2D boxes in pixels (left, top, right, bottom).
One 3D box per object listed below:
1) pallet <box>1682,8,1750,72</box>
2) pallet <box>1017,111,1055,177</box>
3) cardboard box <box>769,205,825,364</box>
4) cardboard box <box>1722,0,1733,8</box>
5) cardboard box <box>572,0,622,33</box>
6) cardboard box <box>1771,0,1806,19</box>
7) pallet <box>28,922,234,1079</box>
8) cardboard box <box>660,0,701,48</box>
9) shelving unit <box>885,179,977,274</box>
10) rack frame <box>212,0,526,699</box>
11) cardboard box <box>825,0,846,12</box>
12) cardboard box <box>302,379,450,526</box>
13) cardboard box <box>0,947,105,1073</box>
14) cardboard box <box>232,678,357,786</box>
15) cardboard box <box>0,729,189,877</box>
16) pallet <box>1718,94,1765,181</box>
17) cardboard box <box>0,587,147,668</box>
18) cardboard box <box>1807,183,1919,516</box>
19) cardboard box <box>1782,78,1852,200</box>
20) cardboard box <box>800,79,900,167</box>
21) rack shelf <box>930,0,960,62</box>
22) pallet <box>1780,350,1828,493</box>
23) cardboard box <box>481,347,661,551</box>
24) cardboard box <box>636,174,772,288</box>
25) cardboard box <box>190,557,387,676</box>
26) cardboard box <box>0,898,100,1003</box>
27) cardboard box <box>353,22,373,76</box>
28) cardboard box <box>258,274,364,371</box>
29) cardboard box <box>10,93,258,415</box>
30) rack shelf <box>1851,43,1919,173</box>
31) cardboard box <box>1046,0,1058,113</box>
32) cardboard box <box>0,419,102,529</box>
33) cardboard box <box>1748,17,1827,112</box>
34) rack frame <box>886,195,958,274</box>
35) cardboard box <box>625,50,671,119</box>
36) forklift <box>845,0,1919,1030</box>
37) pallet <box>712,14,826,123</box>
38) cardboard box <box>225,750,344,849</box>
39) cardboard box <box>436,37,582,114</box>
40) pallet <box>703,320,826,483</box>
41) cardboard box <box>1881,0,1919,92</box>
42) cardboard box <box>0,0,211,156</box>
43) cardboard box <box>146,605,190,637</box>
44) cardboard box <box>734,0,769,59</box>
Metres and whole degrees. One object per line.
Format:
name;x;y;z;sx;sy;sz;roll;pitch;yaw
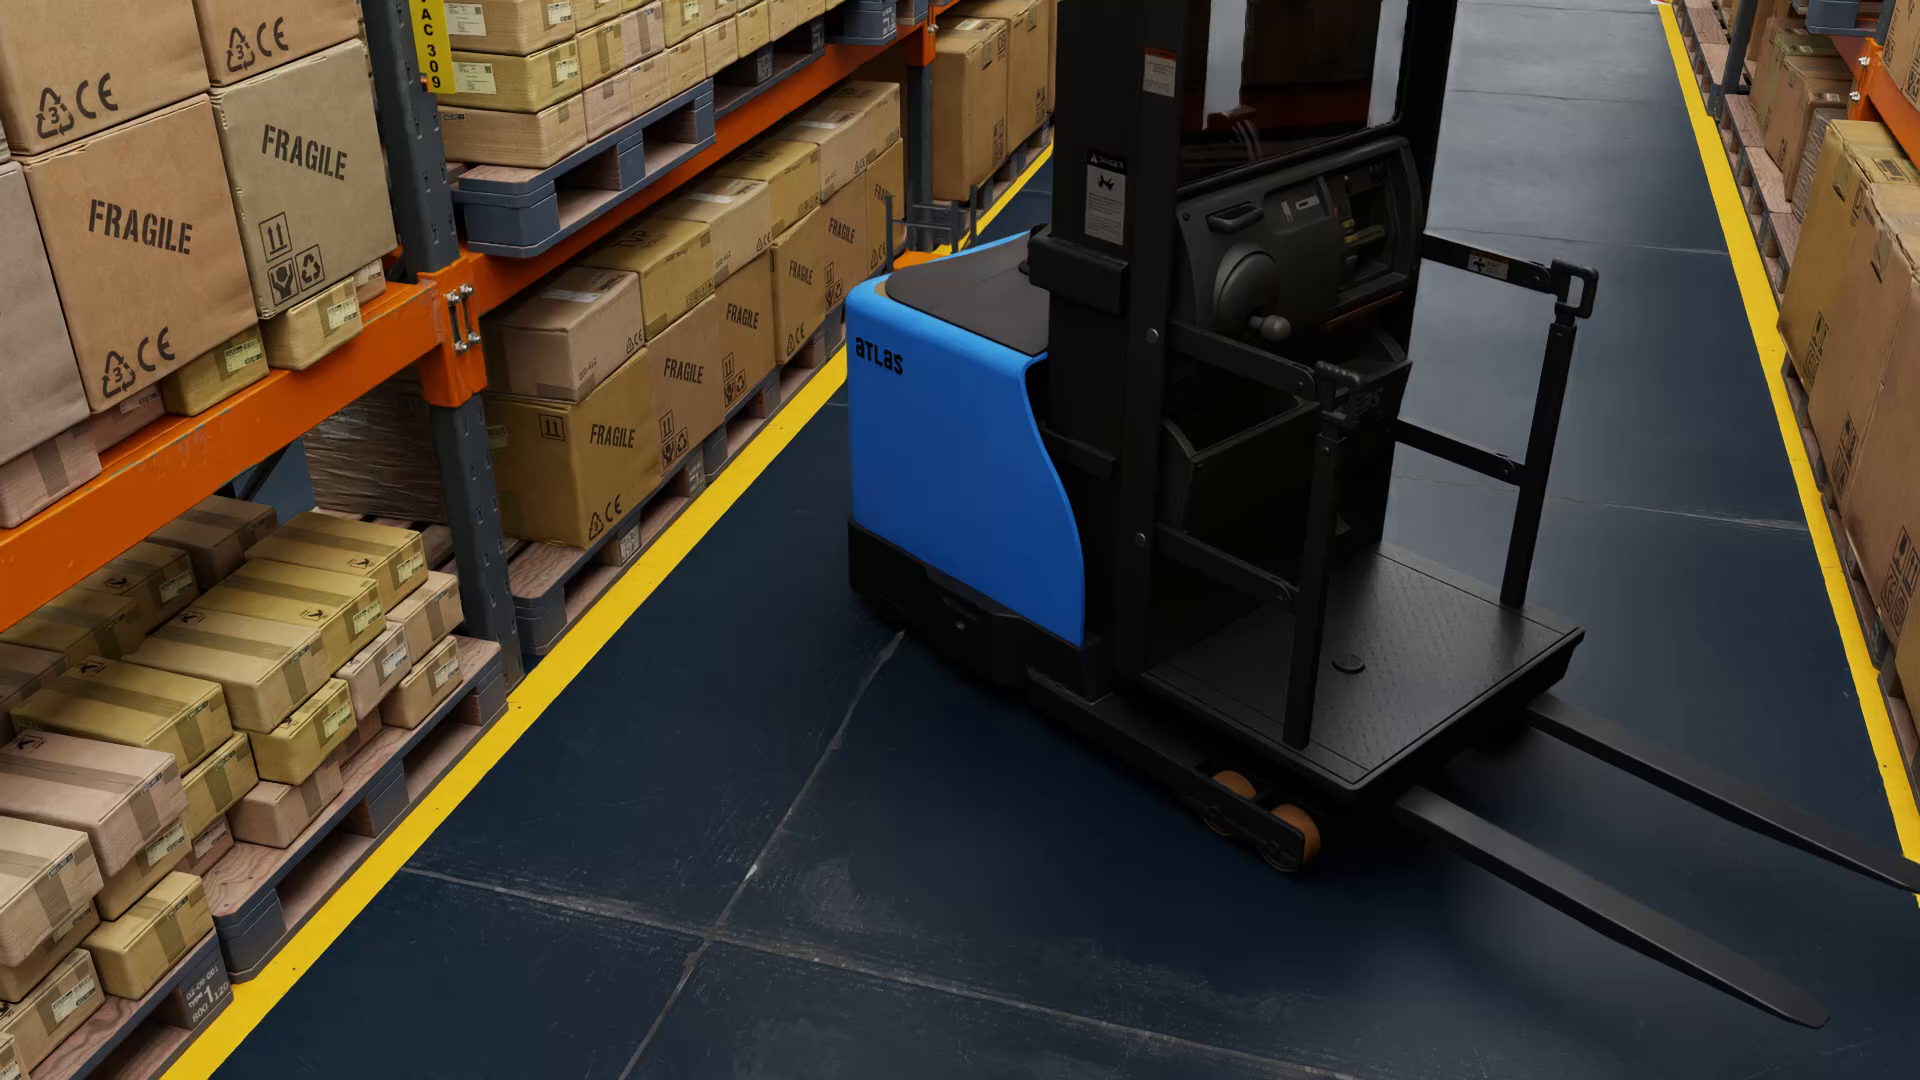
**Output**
pallet;5.777;-3.568;11.946;1.003;0.211;1.213;8;30;15
pallet;0.035;-2.498;10.024;1.003;0.211;1.213;8;30;15
cardboard box;-0.867;-1.055;6.701;0.500;0.500;0.500;7;30;13
cardboard box;6.090;-4.280;12.497;0.500;0.500;0.500;17;33;28
cardboard box;-1.171;-1.519;4.609;0.380;0.149;0.250;9;30;16
cardboard box;5.414;-3.172;10.505;0.500;0.500;0.500;8;30;13
pallet;-2.322;1.167;3.434;1.003;0.211;1.213;8;30;15
cardboard box;-1.021;-1.620;5.097;0.380;0.149;0.250;7;30;13
shelving unit;-0.090;-0.584;5.566;0.258;1.200;0.189;9;30;16
rack frame;-1.802;-0.937;4.349;1.000;3.000;0.127;8;30;15
cardboard box;-0.637;-2.100;6.265;0.380;0.149;0.250;7;30;13
cardboard box;-1.826;-0.408;5.537;0.500;0.500;0.500;8;30;14
cardboard box;-2.036;0.949;3.460;0.380;0.149;0.250;9;30;16
cardboard box;-1.720;0.442;4.065;0.380;0.149;0.250;7;30;13
cardboard box;-1.903;0.557;3.551;0.380;0.149;0.250;7;30;12
pallet;5.031;-2.320;9.703;1.003;0.211;1.213;8;30;15
cardboard box;-2.266;0.240;4.122;0.380;0.149;0.250;8;30;14
cardboard box;3.592;-0.565;5.434;1.225;0.875;0.875;9;30;15
cardboard box;4.572;-1.979;8.341;0.700;0.500;0.500;11;31;19
cardboard box;-0.578;-1.860;7.375;0.500;0.250;0.500;8;30;14
rack shelf;-0.041;-3.411;9.536;1.077;0.370;4.000;8;30;15
pallet;3.780;-0.467;6.372;1.003;0.211;1.213;8;30;15
cardboard box;-1.332;-0.334;5.404;0.500;0.500;0.500;10;31;17
cardboard box;-1.025;-1.146;6.092;0.500;0.250;0.500;10;31;17
cardboard box;-1.695;0.192;4.208;0.380;0.149;0.250;9;30;15
cardboard box;-2.041;0.787;3.444;0.380;0.149;0.250;7;30;12
cardboard box;-1.874;-1.354;4.619;0.380;0.149;0.250;9;30;16
cardboard box;-1.634;-0.526;3.868;0.380;0.149;0.250;8;30;14
cardboard box;-1.828;-0.605;3.342;0.500;0.500;0.500;8;30;13
rack shelf;3.497;-0.797;4.838;1.077;0.370;4.000;8;30;15
cardboard box;0.163;-3.106;10.130;1.050;0.750;0.750;8;30;15
cardboard box;-1.920;-0.163;3.217;0.380;0.149;0.250;7;30;13
cardboard box;5.057;-2.718;9.669;0.700;0.500;0.500;6;30;11
rack frame;-0.120;-0.542;5.490;0.240;1.200;0.006;9;30;16
cardboard box;-1.094;-1.374;4.960;0.380;0.149;0.250;9;30;15
forklift;1.011;-0.720;4.029;1.130;2.935;3.031;-24;37;-36
pallet;-1.170;-1.786;6.073;1.003;0.211;1.213;8;30;15
cardboard box;-1.764;0.597;4.092;0.380;0.149;0.250;7;30;13
cardboard box;-1.247;-1.258;4.447;0.380;0.149;0.250;9;30;16
pallet;-1.219;-0.649;6.700;1.003;0.211;1.213;8;30;15
cardboard box;3.681;-1.898;5.973;0.500;0.500;0.500;9;30;16
cardboard box;-1.828;-1.050;3.114;0.500;0.500;0.500;8;30;13
cardboard box;-2.203;0.248;4.412;0.380;0.149;0.250;9;30;15
cardboard box;-0.869;-1.736;5.611;0.380;0.149;0.250;8;30;14
